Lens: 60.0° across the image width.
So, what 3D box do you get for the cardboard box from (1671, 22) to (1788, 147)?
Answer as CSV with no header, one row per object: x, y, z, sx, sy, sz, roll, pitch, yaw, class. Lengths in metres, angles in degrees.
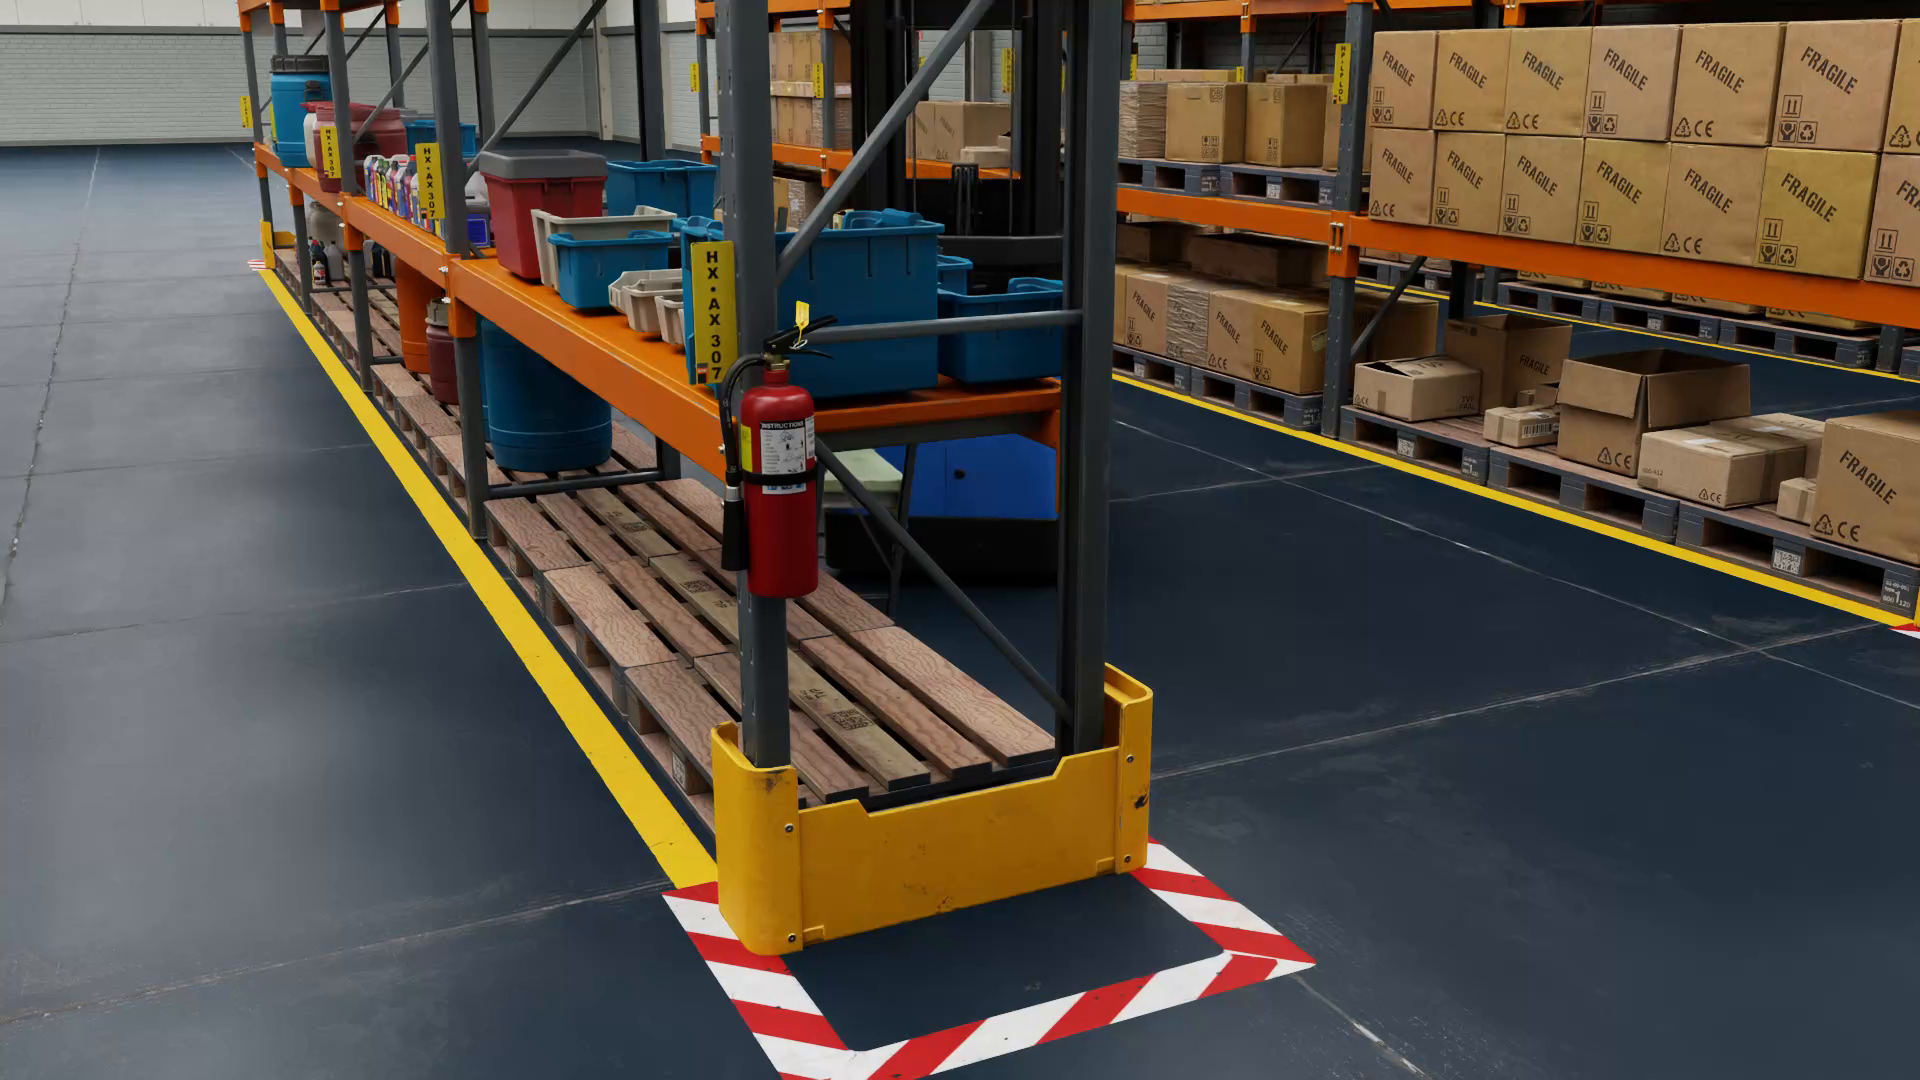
3.480,-1.973,7.195,0.500,0.500,0.500,-7,17,-23,cardboard box

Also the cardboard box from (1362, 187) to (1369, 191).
4.334,-3.642,17.378,0.500,0.250,0.500,-8,18,-26,cardboard box

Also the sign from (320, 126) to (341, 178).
-4.075,-2.511,10.765,0.100,0.325,0.005,-8,18,-25,sign

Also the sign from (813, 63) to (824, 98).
-1.380,-4.477,16.199,0.100,0.325,0.005,-8,18,-25,sign

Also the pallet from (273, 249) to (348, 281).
-6.662,-2.928,17.573,1.003,0.211,1.213,-8,18,-25,pallet

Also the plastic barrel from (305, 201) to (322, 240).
-6.731,-3.336,17.687,0.421,0.512,0.421,0,16,0,plastic barrel

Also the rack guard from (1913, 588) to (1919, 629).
4.342,0.068,6.606,1.175,0.500,0.348,-8,18,-25,rack guard

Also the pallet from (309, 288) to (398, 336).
-4.957,-1.962,14.204,1.003,0.211,1.213,-8,18,-25,pallet

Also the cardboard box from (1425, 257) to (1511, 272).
4.960,-2.880,16.082,0.700,0.500,0.500,-7,18,-24,cardboard box

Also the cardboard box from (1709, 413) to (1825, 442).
3.954,-0.421,7.968,0.500,0.250,0.500,-8,18,-25,cardboard box

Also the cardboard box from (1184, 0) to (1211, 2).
2.916,-6.411,18.998,0.500,0.500,0.500,-9,18,-30,cardboard box

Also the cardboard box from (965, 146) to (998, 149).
0.261,-3.287,14.221,0.380,0.149,0.250,-6,17,-21,cardboard box

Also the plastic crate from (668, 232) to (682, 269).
-1.099,-1.160,6.745,0.437,0.125,0.590,-8,18,-25,plastic crate

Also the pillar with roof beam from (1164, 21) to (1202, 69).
-0.968,-7.976,19.229,9.100,9.000,0.400,-8,18,-25,pillar with roof beam

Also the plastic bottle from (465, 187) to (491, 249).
-2.295,-1.508,7.791,0.152,0.276,0.135,-8,18,-25,plastic bottle

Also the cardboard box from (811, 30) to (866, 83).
-1.082,-4.871,16.752,0.700,0.500,0.500,-8,18,-25,cardboard box

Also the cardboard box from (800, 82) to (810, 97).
-1.417,-4.617,17.046,0.380,0.149,0.250,-8,18,-27,cardboard box

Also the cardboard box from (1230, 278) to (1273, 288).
2.174,-1.521,11.348,0.500,0.500,0.500,-7,18,-24,cardboard box

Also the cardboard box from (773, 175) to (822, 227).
-1.712,-3.668,17.958,0.500,0.500,0.500,-8,18,-25,cardboard box

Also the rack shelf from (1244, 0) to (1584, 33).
4.446,-5.289,16.611,1.077,0.370,4.000,-8,18,-25,rack shelf

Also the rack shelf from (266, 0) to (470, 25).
-4.460,-4.092,12.439,1.077,0.370,4.000,-8,18,-25,rack shelf

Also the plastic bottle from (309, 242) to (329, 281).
-5.877,-2.555,15.222,0.144,0.351,0.185,-8,18,-26,plastic bottle

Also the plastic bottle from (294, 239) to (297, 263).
-6.574,-2.897,16.556,0.097,0.271,0.097,0,16,0,plastic bottle

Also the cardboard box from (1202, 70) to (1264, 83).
3.085,-5.067,18.846,0.500,0.500,0.500,-8,18,-25,cardboard box

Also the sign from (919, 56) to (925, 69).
-0.398,-4.676,16.653,0.100,0.325,0.005,-8,18,-25,sign

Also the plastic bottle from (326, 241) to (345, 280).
-5.748,-2.573,15.282,0.144,0.351,0.185,-8,18,-25,plastic bottle

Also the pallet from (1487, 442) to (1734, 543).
3.461,-0.292,8.387,1.003,0.211,1.213,-8,18,-25,pallet

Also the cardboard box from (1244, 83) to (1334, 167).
2.258,-2.663,10.651,0.700,0.500,0.500,-5,17,-16,cardboard box

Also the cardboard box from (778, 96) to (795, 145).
-1.535,-4.502,17.820,0.700,0.500,0.500,-7,18,-24,cardboard box

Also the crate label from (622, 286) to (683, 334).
-0.857,-0.739,5.257,0.396,0.136,0.243,-8,18,-25,crate label

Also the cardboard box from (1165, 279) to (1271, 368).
1.721,-1.452,11.106,0.500,0.500,0.500,-7,18,-24,cardboard box

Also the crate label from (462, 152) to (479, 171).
-3.431,-2.570,11.571,0.303,0.233,0.416,-8,18,-25,crate label

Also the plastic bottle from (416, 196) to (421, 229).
-2.810,-1.746,8.758,0.097,0.201,0.097,0,16,0,plastic bottle

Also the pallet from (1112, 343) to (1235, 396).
1.694,-1.266,11.779,1.003,0.211,1.213,-8,18,-25,pallet

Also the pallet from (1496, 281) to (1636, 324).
5.600,-2.153,14.869,1.003,0.211,1.213,-8,18,-25,pallet

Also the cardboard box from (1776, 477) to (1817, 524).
3.819,-0.180,7.280,0.380,0.166,0.250,-8,18,-25,cardboard box

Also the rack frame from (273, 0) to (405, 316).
-5.336,-3.492,14.482,1.000,3.000,0.127,-8,18,-25,rack frame

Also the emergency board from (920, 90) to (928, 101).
-0.775,-7.717,29.205,0.194,1.169,0.643,-8,18,-25,emergency board

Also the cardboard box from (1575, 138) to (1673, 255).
3.270,-1.618,7.770,0.500,0.500,0.500,-8,18,-26,cardboard box

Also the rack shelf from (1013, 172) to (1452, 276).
1.747,-2.256,11.479,1.077,0.370,4.000,-8,18,-25,rack shelf

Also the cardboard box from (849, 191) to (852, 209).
-1.029,-3.606,17.744,0.500,0.500,0.500,-8,18,-25,cardboard box

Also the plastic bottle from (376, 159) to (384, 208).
-3.464,-2.144,9.997,0.061,0.283,0.133,-8,18,-25,plastic bottle

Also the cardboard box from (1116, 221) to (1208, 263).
1.520,-2.251,12.533,0.500,0.250,0.500,-7,17,-23,cardboard box

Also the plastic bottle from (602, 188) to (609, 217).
-1.712,-1.621,8.052,0.144,0.351,0.185,-8,18,-25,plastic bottle

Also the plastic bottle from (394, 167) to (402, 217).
-3.153,-1.974,9.424,0.097,0.271,0.097,0,16,0,plastic bottle

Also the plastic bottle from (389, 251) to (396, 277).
-5.248,-2.603,15.525,0.152,0.276,0.135,-7,17,-23,plastic bottle

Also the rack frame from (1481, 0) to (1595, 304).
5.322,-3.698,15.197,1.000,3.000,0.127,-8,18,-25,rack frame

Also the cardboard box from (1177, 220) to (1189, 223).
2.887,-3.930,20.377,0.380,0.149,0.250,-9,18,-29,cardboard box

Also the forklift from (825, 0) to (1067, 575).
0.061,-1.618,8.077,1.130,2.935,3.031,1,16,4,forklift

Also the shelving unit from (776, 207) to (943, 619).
-0.495,-0.507,6.666,0.431,1.500,0.755,-1,20,-25,shelving unit
